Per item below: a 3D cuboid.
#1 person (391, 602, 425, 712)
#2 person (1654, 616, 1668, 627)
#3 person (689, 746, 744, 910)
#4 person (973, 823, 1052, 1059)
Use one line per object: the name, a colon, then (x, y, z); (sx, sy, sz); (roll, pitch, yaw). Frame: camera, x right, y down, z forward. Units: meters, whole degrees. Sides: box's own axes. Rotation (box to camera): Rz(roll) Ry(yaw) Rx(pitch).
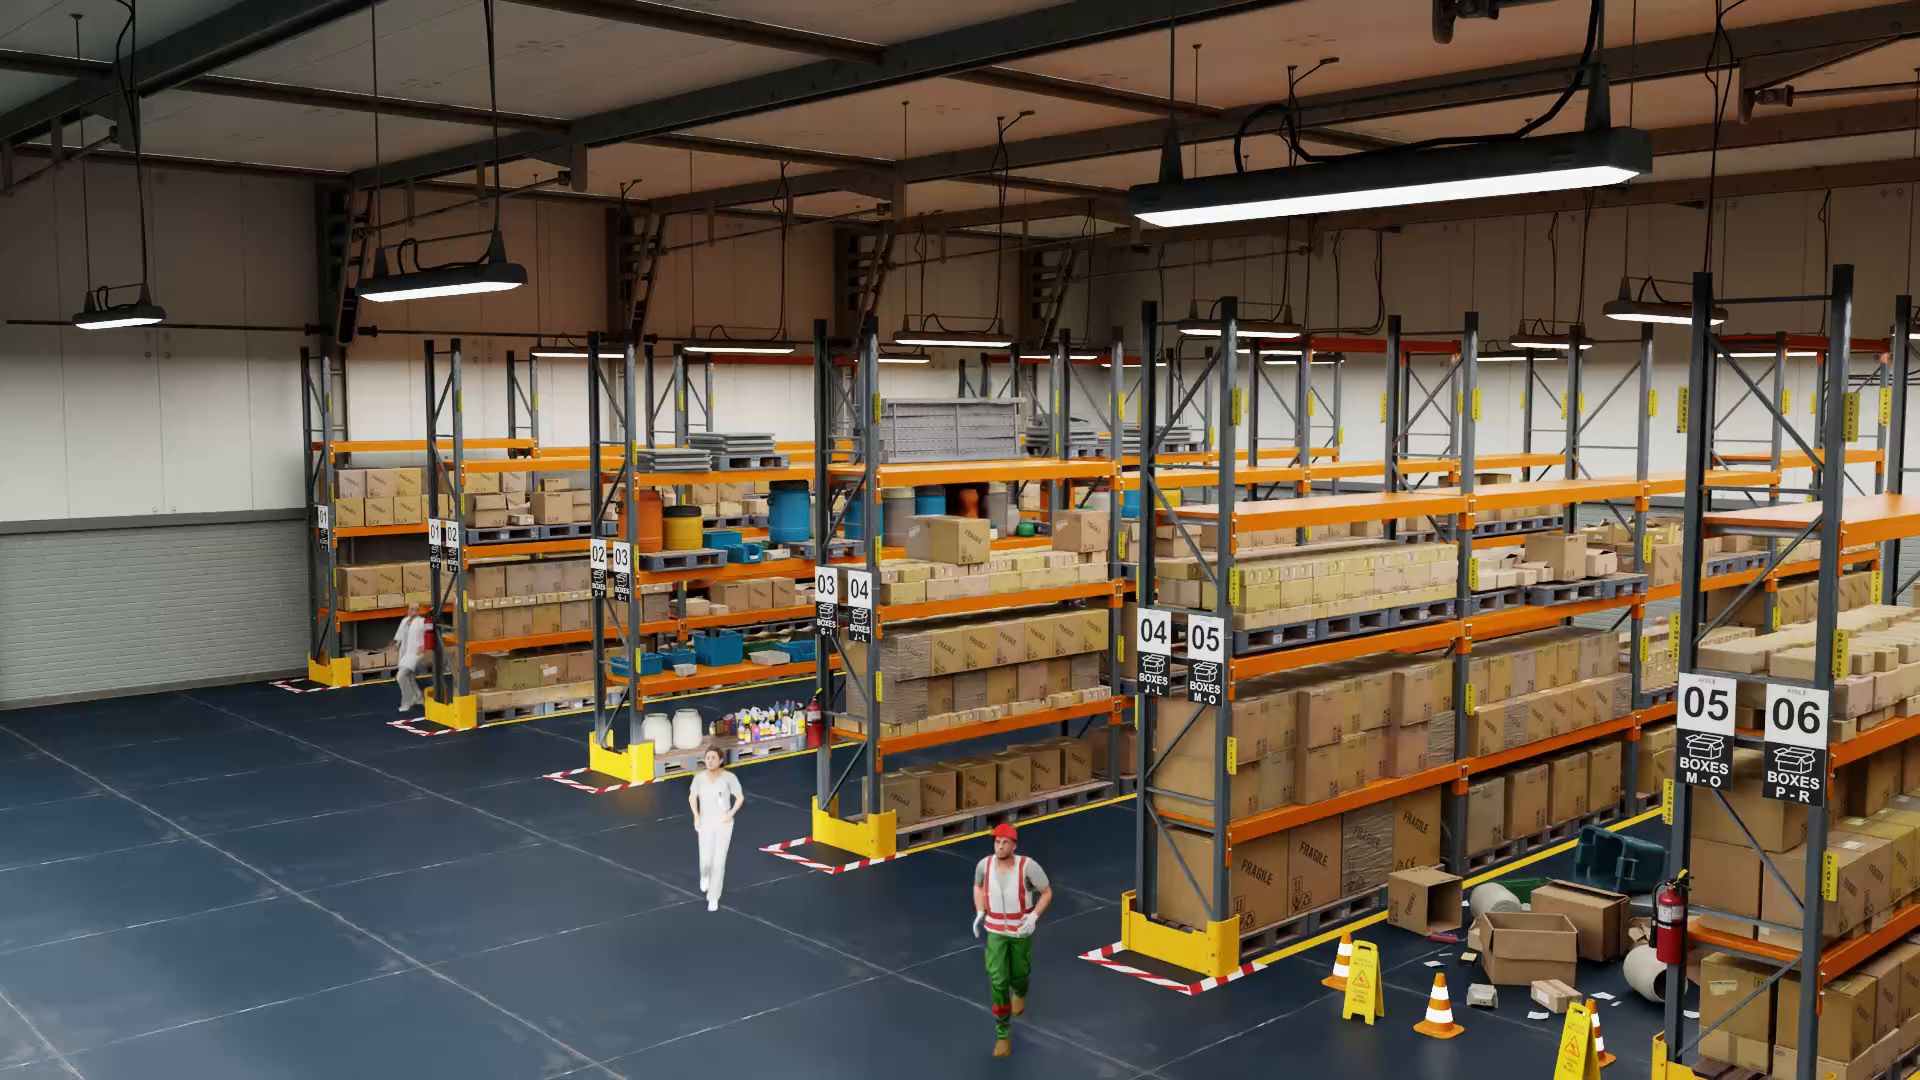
person: (-8.972, 1.919, 27.183); (0.775, 1.805, 0.636); (3, 6, 34)
person: (10.996, 2.040, 25.935); (0.747, 1.715, 0.678); (-3, 6, -33)
person: (-2.456, 2.884, 16.783); (0.560, 1.639, 0.605); (0, 5, -1)
person: (0.416, 3.117, 13.257); (0.653, 1.801, 0.826); (1, 5, 12)
